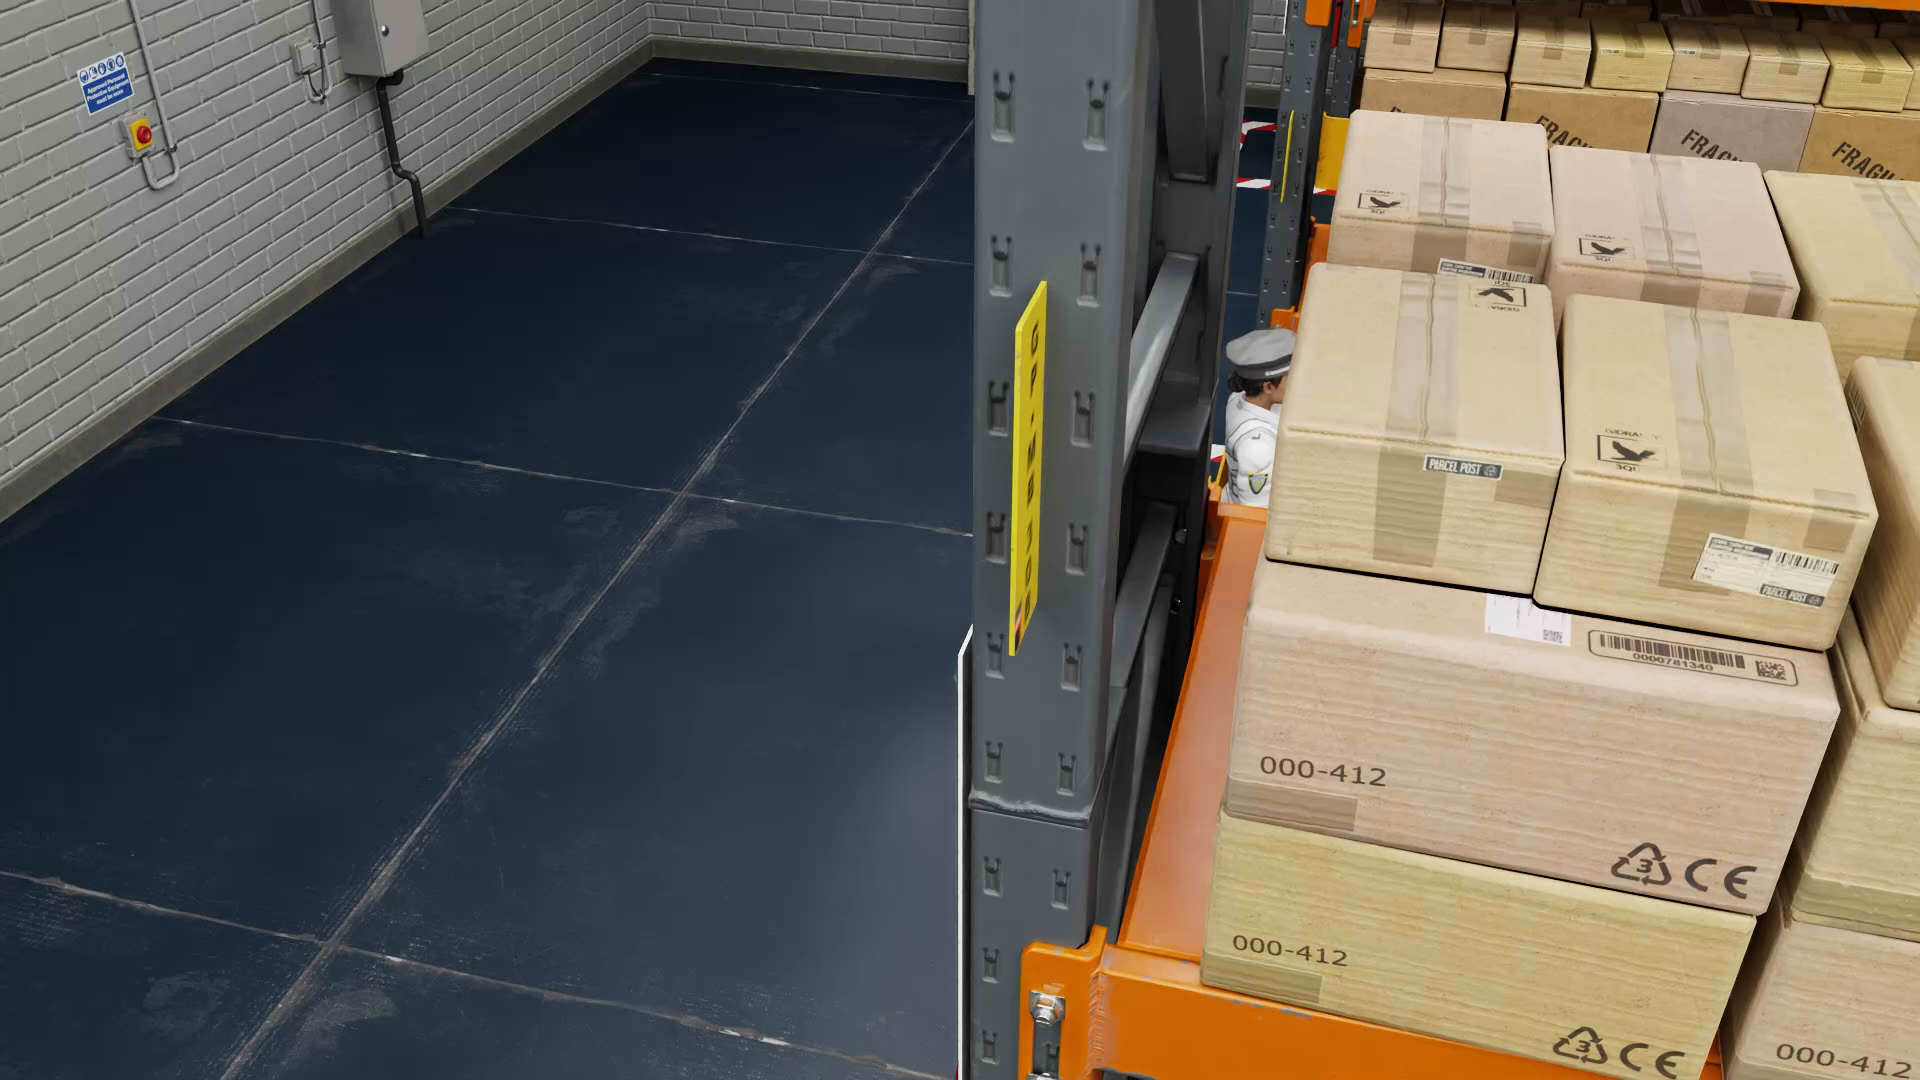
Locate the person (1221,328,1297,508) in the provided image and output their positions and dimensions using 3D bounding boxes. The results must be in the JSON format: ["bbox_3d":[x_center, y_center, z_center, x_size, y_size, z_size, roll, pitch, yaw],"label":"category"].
[{"bbox_3d":[1.082,0.008,6.128,0.337,1.687,0.467,2,33,3],"label":"person"}]
